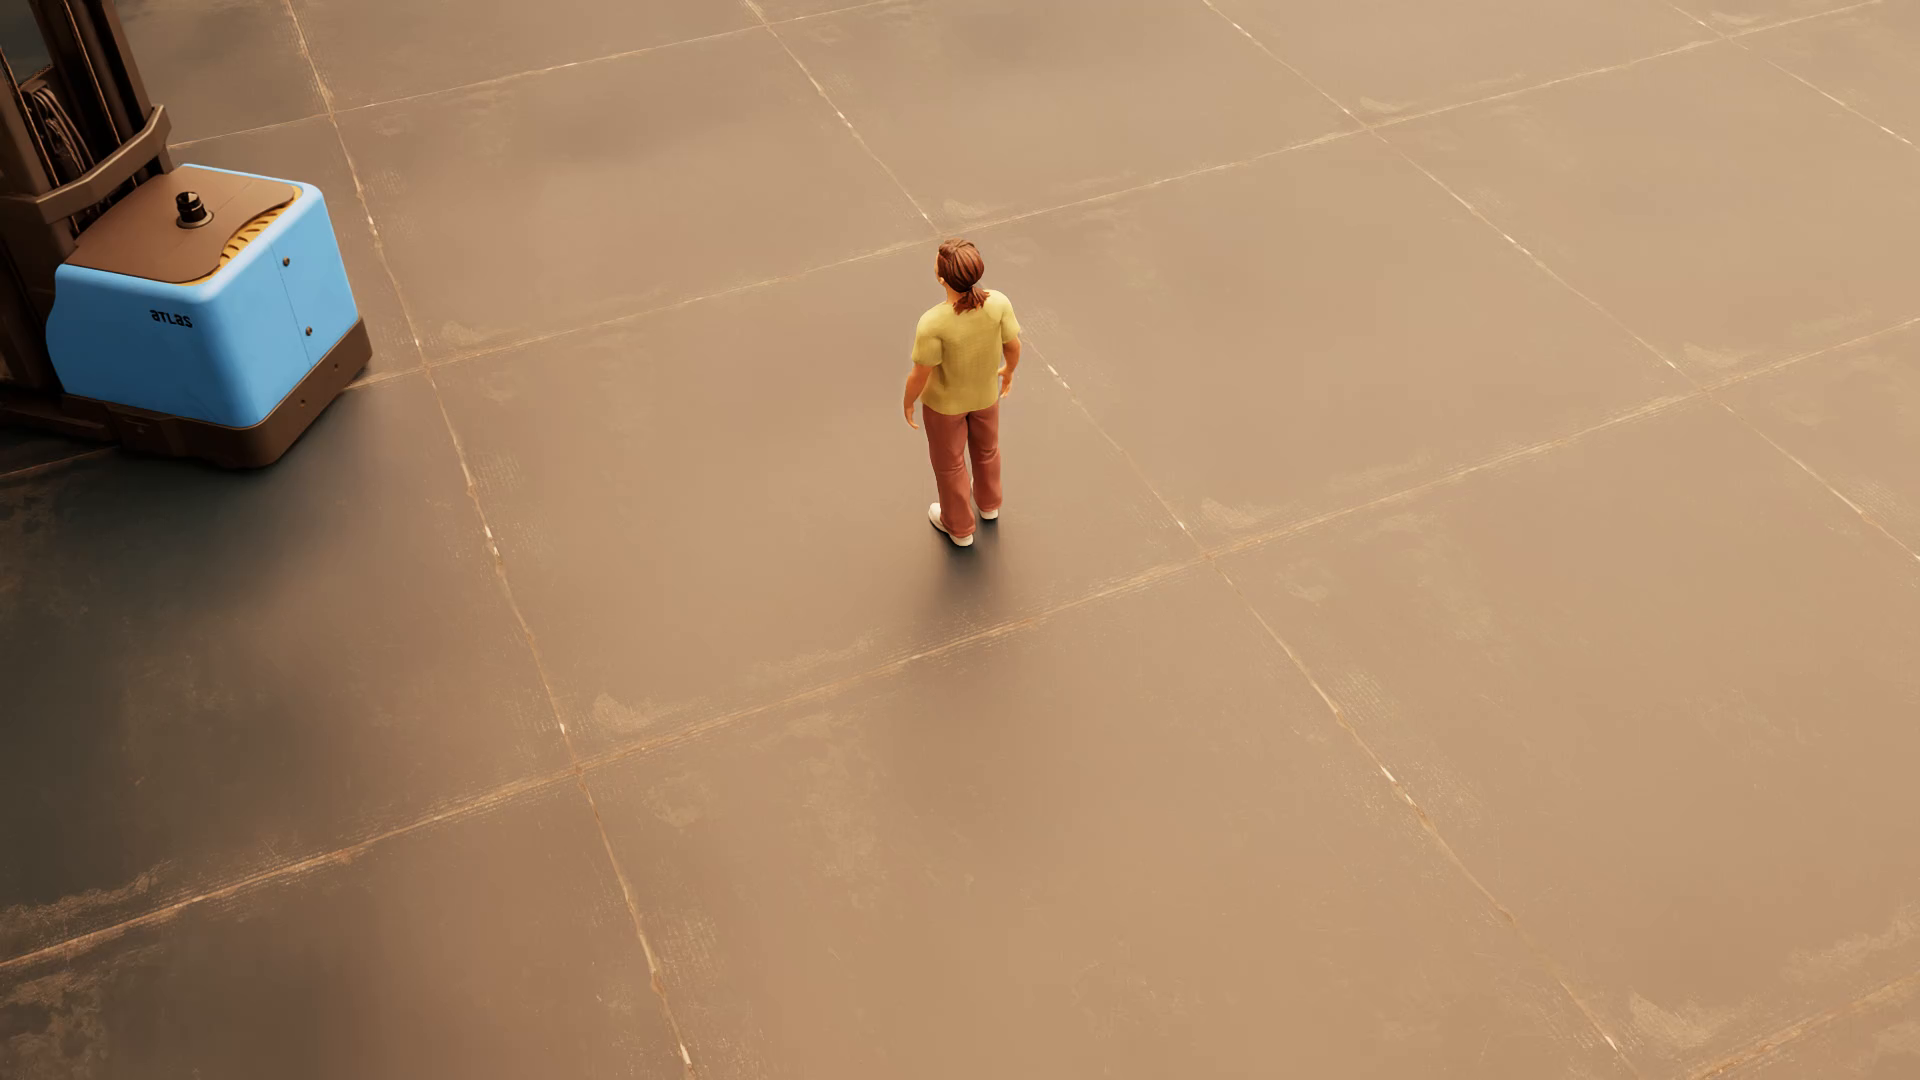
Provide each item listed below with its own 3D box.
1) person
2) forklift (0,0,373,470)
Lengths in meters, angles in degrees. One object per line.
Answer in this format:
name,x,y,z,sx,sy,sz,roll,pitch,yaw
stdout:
person,-0.021,-0.666,7.304,0.555,1.675,0.549,-18,46,-18
forklift,-4.673,-1.987,7.810,3.031,2.935,1.130,11,44,12
